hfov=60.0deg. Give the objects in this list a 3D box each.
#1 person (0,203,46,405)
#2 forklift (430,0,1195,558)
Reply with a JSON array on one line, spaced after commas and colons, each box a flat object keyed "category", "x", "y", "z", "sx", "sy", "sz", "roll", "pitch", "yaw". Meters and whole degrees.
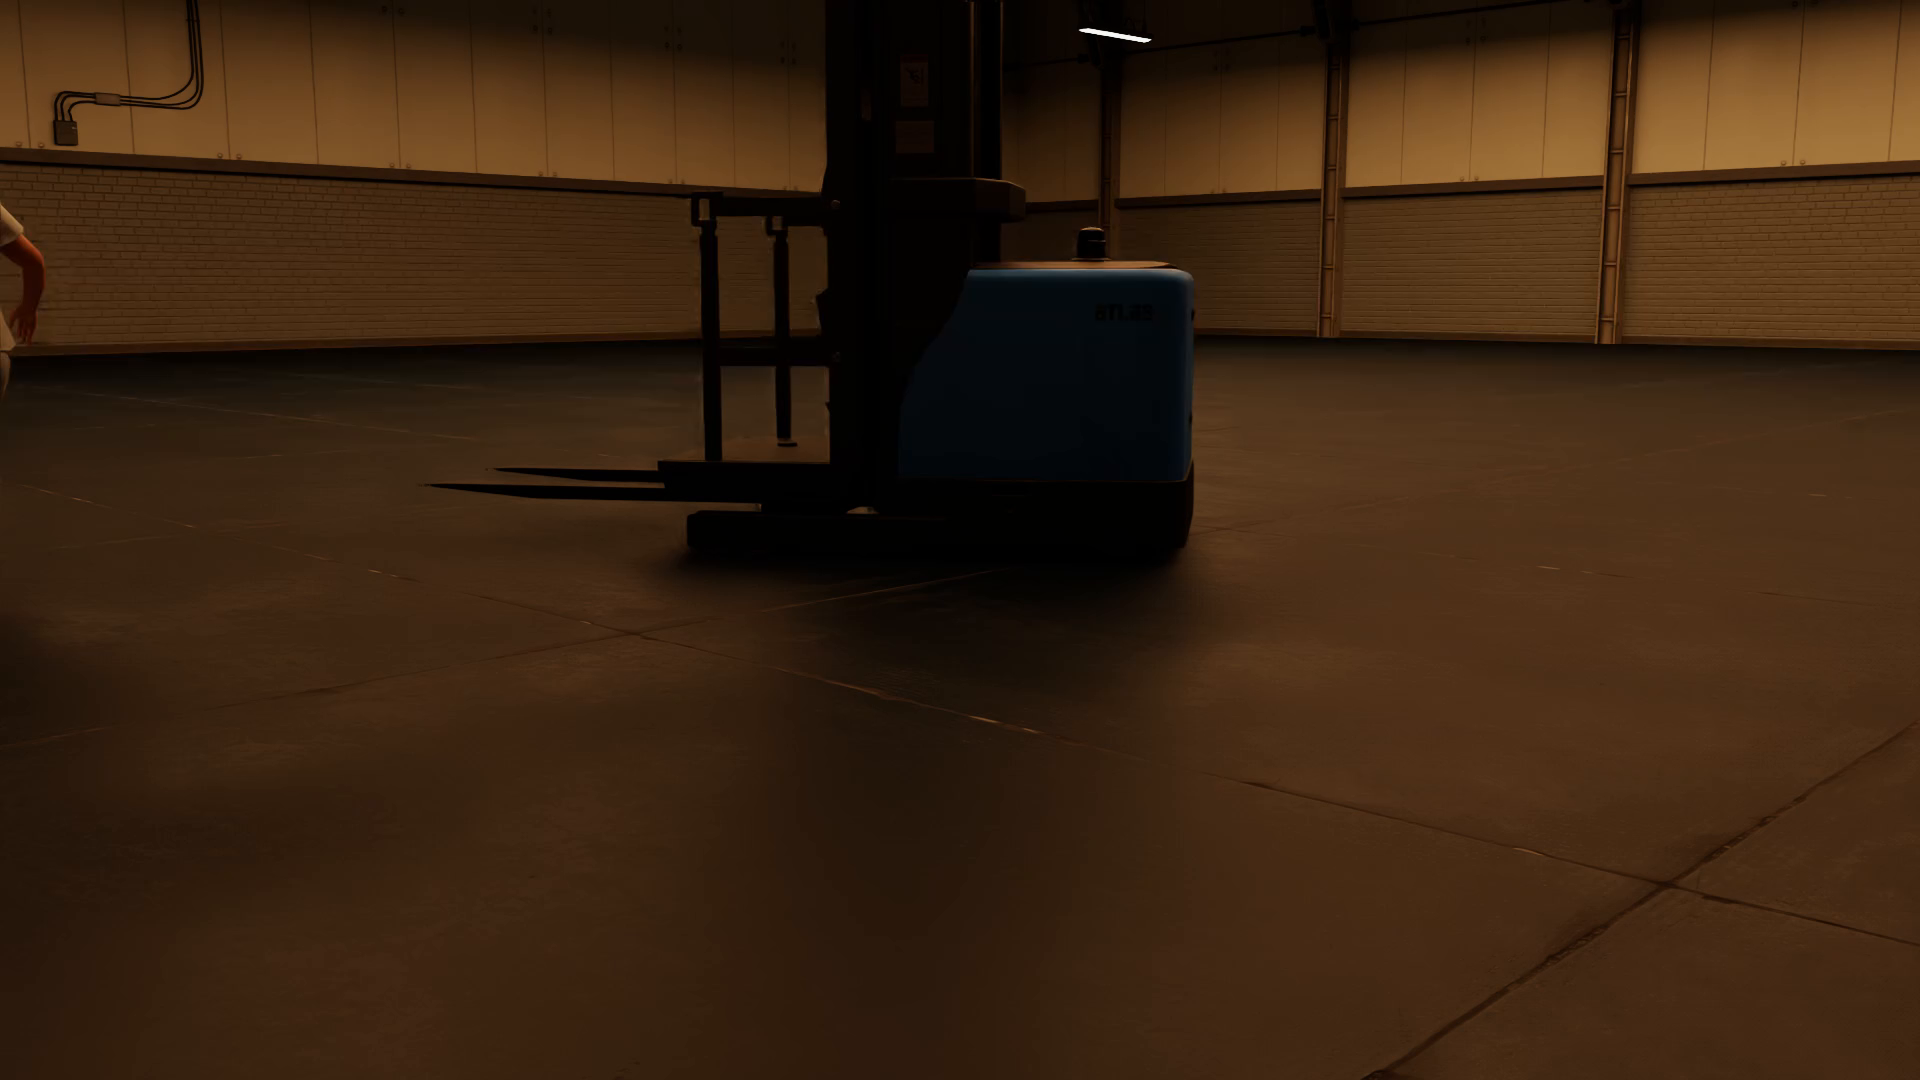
[{"category": "person", "x": -3.258, "y": -0.568, "z": 5.222, "sx": 0.682, "sy": 1.600, "sz": 0.622, "roll": -7, "pitch": 11, "yaw": -40}, {"category": "forklift", "x": -0.591, "y": -1.463, "z": 6.587, "sx": 3.031, "sy": 2.935, "sz": 1.130, "roll": 1, "pitch": 9, "yaw": 10}]
